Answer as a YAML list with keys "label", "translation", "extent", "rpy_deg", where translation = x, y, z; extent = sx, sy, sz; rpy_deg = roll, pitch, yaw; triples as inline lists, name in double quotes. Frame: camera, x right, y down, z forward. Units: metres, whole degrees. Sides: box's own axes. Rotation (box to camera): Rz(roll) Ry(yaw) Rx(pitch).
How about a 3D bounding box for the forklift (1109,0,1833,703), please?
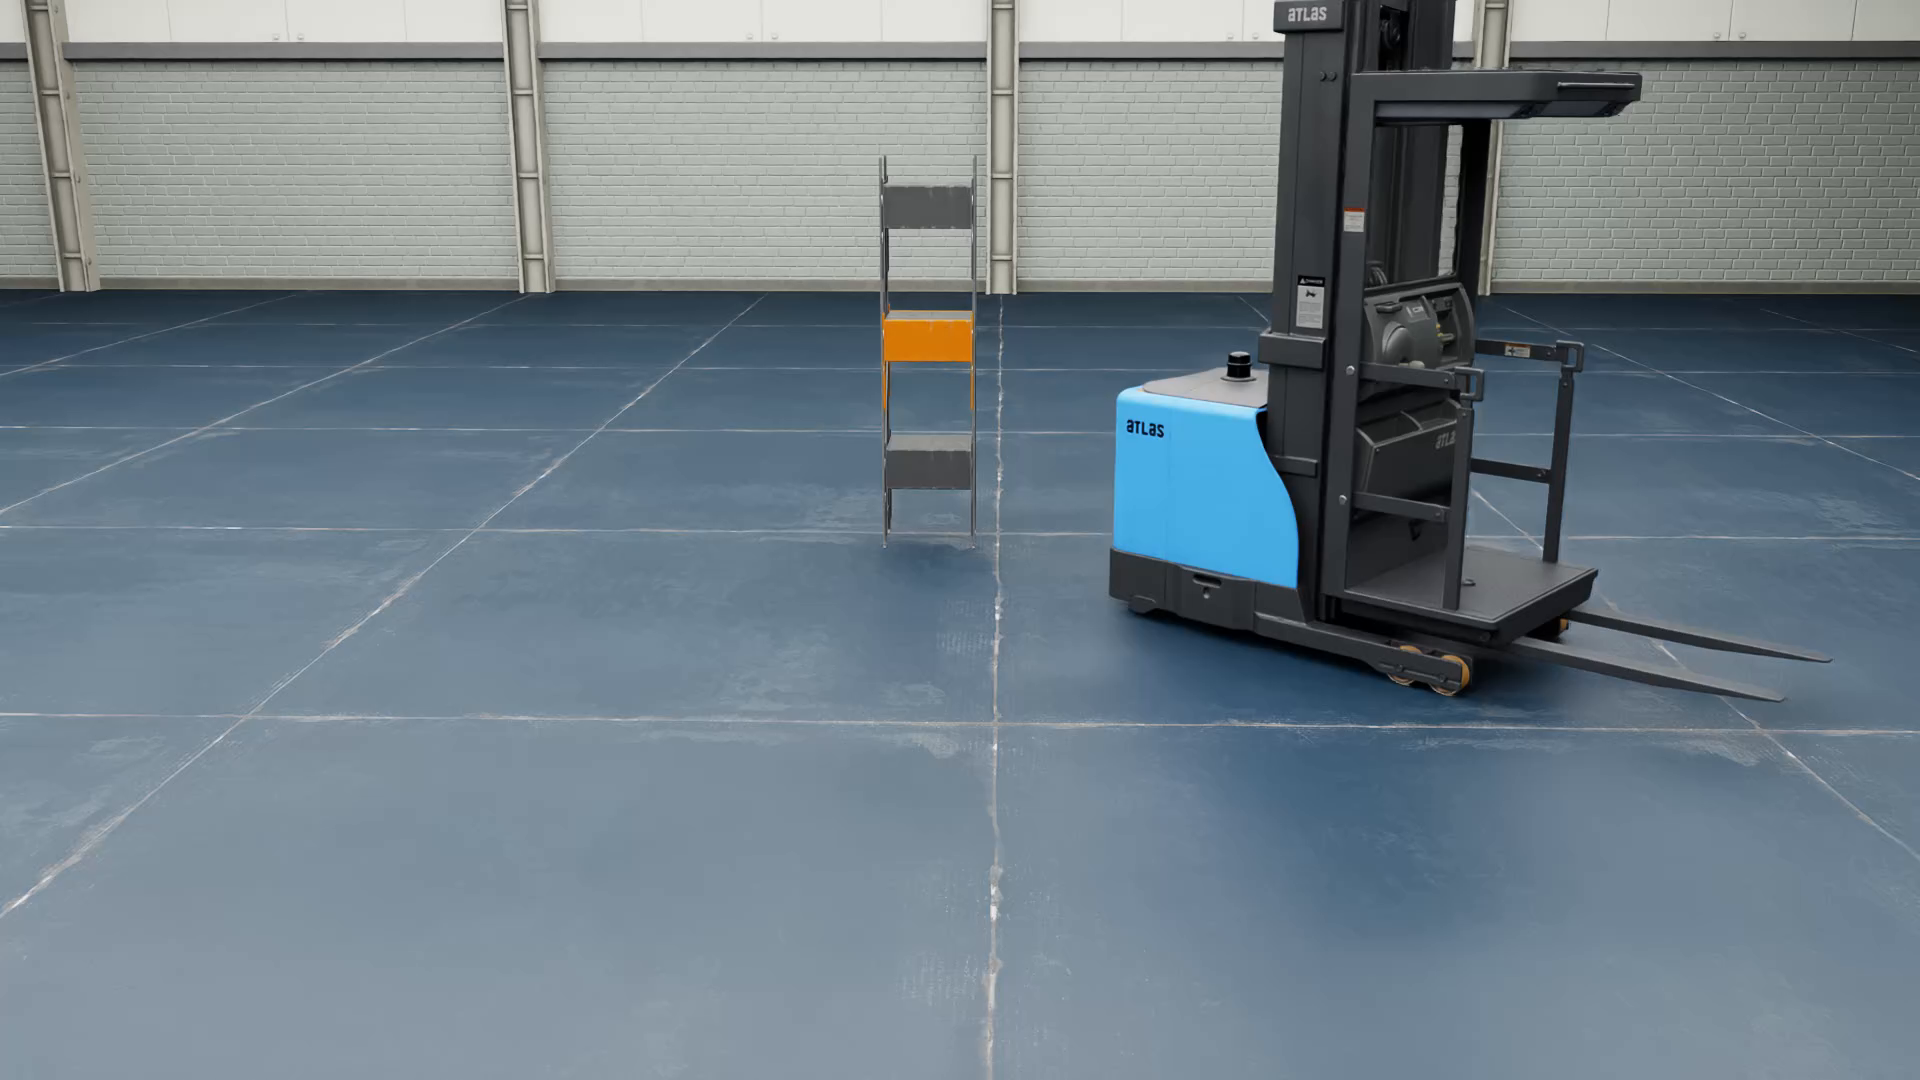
- label: "forklift"
  translation: [2.154, -0.923, 7.093]
  extent: [3.031, 2.935, 1.130]
  rpy_deg: [13, 20, 40]

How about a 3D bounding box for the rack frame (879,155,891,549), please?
- label: "rack frame"
  translation: [-0.409, -1.018, 9.082]
  extent: [0.015, 2.100, 0.400]
  rpy_deg: [0, 15, 1]

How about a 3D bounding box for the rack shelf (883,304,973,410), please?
- label: "rack shelf"
  translation: [-0.165, -1.003, 9.080]
  extent: [0.480, 0.518, 0.431]
  rpy_deg: [0, 15, 1]

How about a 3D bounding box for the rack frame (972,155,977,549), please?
- label: "rack frame"
  translation: [0.078, -1.015, 9.070]
  extent: [0.015, 2.100, 0.400]
  rpy_deg: [0, 15, 1]

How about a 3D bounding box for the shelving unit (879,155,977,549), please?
- label: "shelving unit"
  translation: [-0.165, -1.016, 9.076]
  extent: [0.503, 2.100, 0.431]
  rpy_deg: [0, 15, 1]

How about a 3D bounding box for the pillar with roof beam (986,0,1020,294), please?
- label: "pillar with roof beam"
  translation: [0.422, -6.433, 16.083]
  extent: [0.400, 9.000, 9.100]
  rpy_deg: [0, 15, 1]

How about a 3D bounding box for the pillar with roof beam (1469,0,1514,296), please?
- label: "pillar with roof beam"
  translation: [6.420, -6.394, 15.935]
  extent: [0.400, 9.000, 9.100]
  rpy_deg: [0, 15, 1]

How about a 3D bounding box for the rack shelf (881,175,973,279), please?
- label: "rack shelf"
  translation: [-0.165, -1.680, 8.901]
  extent: [0.480, 0.518, 0.431]
  rpy_deg: [0, 15, 1]

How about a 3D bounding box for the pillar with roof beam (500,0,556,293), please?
- label: "pillar with roof beam"
  translation: [-5.576, -6.472, 16.231]
  extent: [0.400, 9.000, 9.100]
  rpy_deg: [0, 15, 1]

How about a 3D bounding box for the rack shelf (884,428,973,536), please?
- label: "rack shelf"
  translation: [-0.165, -0.326, 9.258]
  extent: [0.480, 0.518, 0.431]
  rpy_deg: [0, 15, 1]

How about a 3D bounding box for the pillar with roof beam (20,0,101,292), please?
- label: "pillar with roof beam"
  translation: [-11.574, -6.511, 16.379]
  extent: [0.400, 9.000, 9.100]
  rpy_deg: [0, 15, 1]
